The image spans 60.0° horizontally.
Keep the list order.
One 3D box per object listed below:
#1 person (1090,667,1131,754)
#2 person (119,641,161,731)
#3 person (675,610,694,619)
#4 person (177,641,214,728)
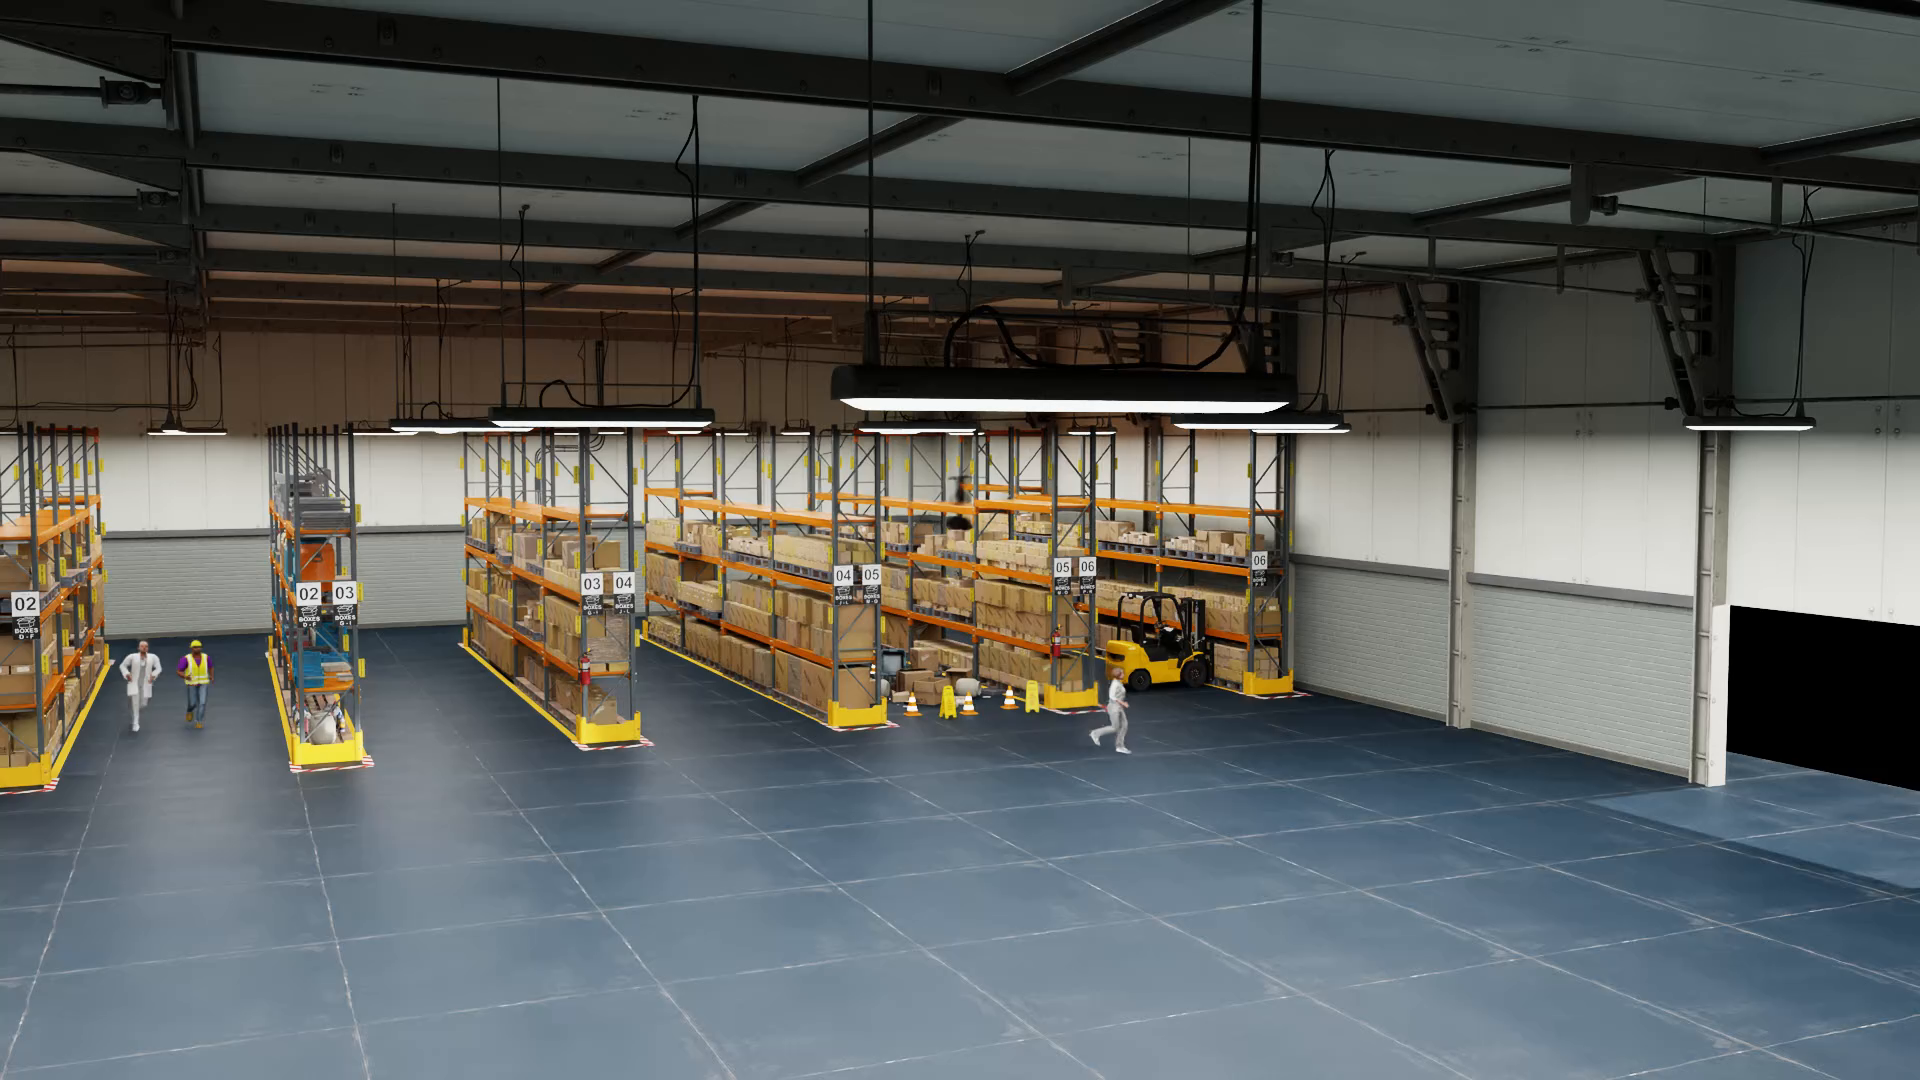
[{"bbox_3d":[2.759,3.096,30.295,0.760,1.577,0.529,1,4,17],"label":"person"},{"bbox_3d":[-16.210,2.864,32.909,0.751,1.733,0.742,-2,4,-32],"label":"person"},{"bbox_3d":[-8.141,1.880,49.397,0.697,1.684,0.540,-2,4,-28],"label":"person"},{"bbox_3d":[-15.123,2.846,32.936,0.699,1.726,0.687,-3,4,-37],"label":"person"}]
